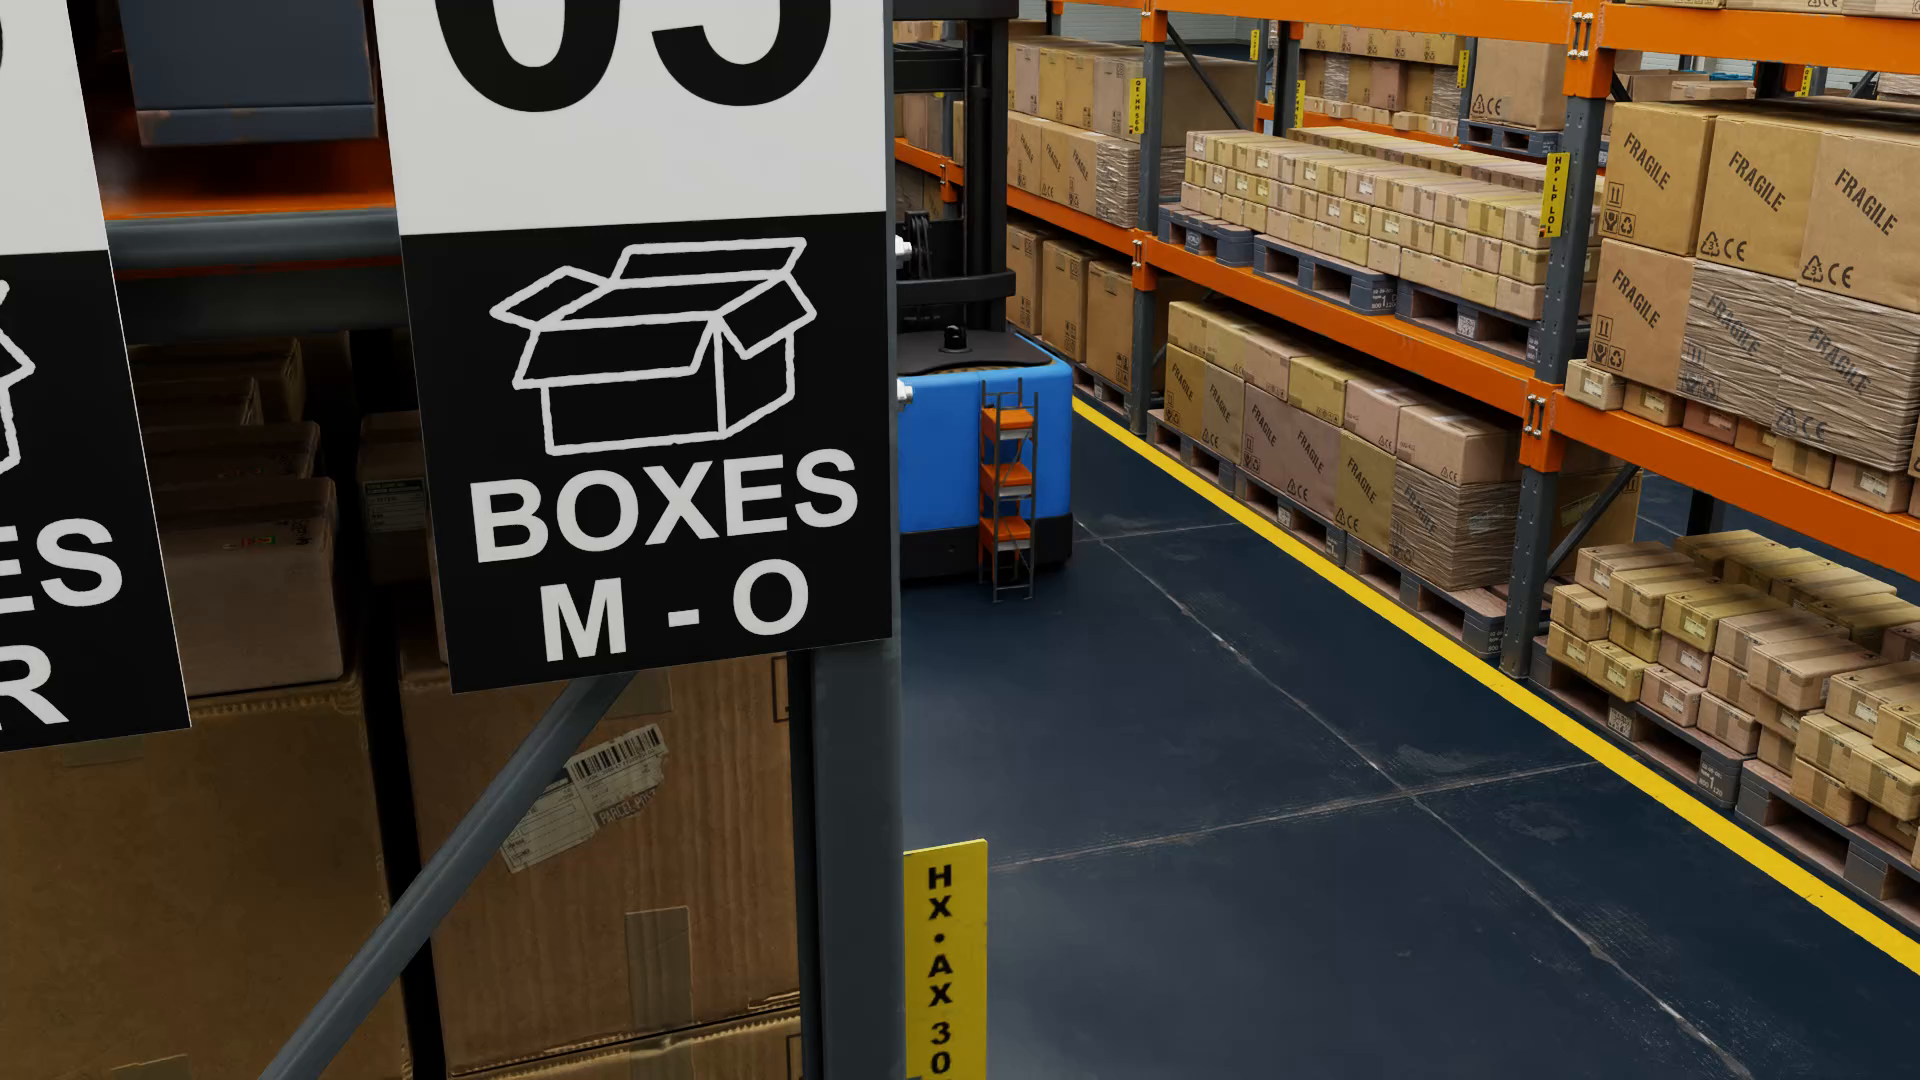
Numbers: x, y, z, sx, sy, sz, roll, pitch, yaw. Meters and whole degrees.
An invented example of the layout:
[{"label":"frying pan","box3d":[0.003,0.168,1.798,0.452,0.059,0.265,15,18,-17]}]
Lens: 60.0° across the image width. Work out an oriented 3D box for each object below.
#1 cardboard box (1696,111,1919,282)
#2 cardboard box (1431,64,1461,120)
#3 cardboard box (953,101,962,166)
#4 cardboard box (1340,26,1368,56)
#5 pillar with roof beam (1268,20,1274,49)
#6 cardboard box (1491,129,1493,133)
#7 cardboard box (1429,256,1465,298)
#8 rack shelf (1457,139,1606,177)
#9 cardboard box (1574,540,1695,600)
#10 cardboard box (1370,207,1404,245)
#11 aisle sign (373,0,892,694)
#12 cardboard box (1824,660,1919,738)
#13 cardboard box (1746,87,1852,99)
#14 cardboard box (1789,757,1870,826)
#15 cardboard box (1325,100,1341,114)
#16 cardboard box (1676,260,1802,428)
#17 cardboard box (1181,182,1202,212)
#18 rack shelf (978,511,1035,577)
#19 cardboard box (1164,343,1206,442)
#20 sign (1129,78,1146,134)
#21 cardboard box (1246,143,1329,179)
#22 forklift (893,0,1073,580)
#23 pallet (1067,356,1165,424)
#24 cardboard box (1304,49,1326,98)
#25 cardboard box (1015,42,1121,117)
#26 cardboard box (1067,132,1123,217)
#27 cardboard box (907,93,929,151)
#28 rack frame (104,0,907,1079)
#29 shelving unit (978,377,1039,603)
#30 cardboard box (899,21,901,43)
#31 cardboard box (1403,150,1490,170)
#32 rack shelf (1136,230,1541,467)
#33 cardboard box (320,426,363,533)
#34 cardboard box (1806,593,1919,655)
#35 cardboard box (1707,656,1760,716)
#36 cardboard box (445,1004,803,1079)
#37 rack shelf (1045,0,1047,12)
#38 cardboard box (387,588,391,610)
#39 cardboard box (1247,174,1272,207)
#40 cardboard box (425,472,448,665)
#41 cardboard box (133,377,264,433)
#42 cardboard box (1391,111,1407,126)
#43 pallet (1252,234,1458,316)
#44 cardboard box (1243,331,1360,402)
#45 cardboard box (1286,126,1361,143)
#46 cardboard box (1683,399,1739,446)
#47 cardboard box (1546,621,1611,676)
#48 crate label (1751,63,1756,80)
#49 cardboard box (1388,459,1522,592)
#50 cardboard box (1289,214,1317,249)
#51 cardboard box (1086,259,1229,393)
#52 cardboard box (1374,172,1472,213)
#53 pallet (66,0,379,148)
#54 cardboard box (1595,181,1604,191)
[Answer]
[{"label":"cardboard box","box3d":[2.950,-1.192,5.732,0.500,0.500,0.500,-7,21,-19]},{"label":"cardboard box","box3d":[5.005,-4.270,15.779,0.875,0.500,0.500,-6,21,-17]},{"label":"cardboard box","box3d":[0.257,-3.287,13.483,0.500,0.500,0.500,-6,21,-17]},{"label":"cardboard box","box3d":[4.217,-5.186,16.851,0.500,0.500,0.500,-6,21,-17]},{"label":"pillar with roof beam","box3d":[5.463,-18.655,47.541,9.100,9.000,0.400,-6,21,-17]},{"label":"cardboard box","box3d":[5.240,-3.996,15.977,0.380,0.149,0.250,-6,21,-17]},{"label":"cardboard box","box3d":[2.390,-1.219,7.624,0.380,0.149,0.250,-6,21,-17]},{"label":"rack shelf","box3d":[5.716,-2.952,13.761,1.077,0.370,4.000,-6,21,-17]},{"label":"cardboard box","box3d":[2.774,0.127,6.843,0.380,0.149,0.250,-6,20,-15]},{"label":"cardboard box","box3d":[2.220,-1.531,8.053,0.380,0.149,0.250,-8,21,-20]},{"label":"aisle sign","box3d":[-0.250,-0.259,1.355,0.394,0.787,0.004,-6,21,-17]},{"label":"cardboard box","box3d":[3.200,0.547,5.671,0.380,0.149,0.250,-7,21,-19]},{"label":"cardboard box","box3d":[6.137,-3.062,12.235,0.500,0.500,0.500,-9,22,-24]},{"label":"cardboard box","box3d":[3.118,0.837,5.745,0.380,0.149,0.250,-7,21,-19]},{"label":"cardboard box","box3d":[4.093,-4.580,17.602,0.380,0.149,0.250,-6,21,-17]},{"label":"cardboard box","box3d":[2.941,-0.713,5.877,0.500,0.500,0.500,-6,21,-17]},{"label":"cardboard box","box3d":[1.554,-2.068,9.987,0.380,0.149,0.250,-7,21,-18]},{"label":"rack shelf","box3d":[0.226,0.031,8.115,0.215,0.259,0.240,-5,23,-15]},{"label":"cardboard box","box3d":[1.585,-0.921,10.119,0.500,0.500,0.500,-7,21,-20]},{"label":"sign","box3d":[1.079,-2.639,10.112,0.100,0.325,0.005,-6,21,-17]},{"label":"cardboard box","box3d":[1.809,-2.094,9.179,0.380,0.149,0.250,-7,21,-19]},{"label":"forklift","box3d":[-0.374,-1.644,9.158,1.130,2.935,3.031,-6,21,-17]},{"label":"pallet","box3d":[1.428,-1.102,11.673,1.003,0.211,1.213,-6,21,-17]},{"label":"cardboard box","box3d":[4.248,-5.075,18.022,0.875,0.500,0.500,-6,21,-17]},{"label":"cardboard box","box3d":[0.831,-3.469,12.511,0.700,0.500,0.500,-6,21,-17]},{"label":"cardboard box","box3d":[1.053,-2.477,11.227,0.500,0.500,0.500,-6,21,-17]},{"label":"cardboard box","box3d":[0.026,-3.799,14.834,0.875,0.550,0.550,-6,21,-17]},{"label":"rack frame","box3d":[-0.551,0.972,1.772,0.949,2.616,0.053,-6,21,-17]},{"label":"shelving unit","box3d":[0.229,-0.236,8.007,0.215,1.050,0.252,-5,23,-15]},{"label":"cardboard box","box3d":[-0.058,-4.490,15.161,0.875,0.550,0.550,-6,21,-17]},{"label":"cardboard box","box3d":[2.598,-1.989,8.888,0.380,0.149,0.250,-5,20,-15]},{"label":"rack shelf","box3d":[2.233,-1.173,8.810,1.077,0.370,4.000,-6,21,-17]},{"label":"cardboard box","box3d":[-1.118,0.160,2.406,0.500,0.500,0.500,-6,21,-17]},{"label":"cardboard box","box3d":[3.431,0.329,6.279,0.380,0.149,0.250,-6,21,-15]},{"label":"cardboard box","box3d":[3.030,0.517,6.195,0.380,0.149,0.250,-7,21,-20]},{"label":"cardboard box","box3d":[-0.427,0.740,2.270,0.500,0.500,0.500,-7,21,-18]},{"label":"rack shelf","box3d":[-0.281,-5.152,15.450,1.077,0.370,4.000,-6,21,-17]},{"label":"cardboard box","box3d":[-1.440,0.307,3.476,0.500,0.500,0.500,-6,21,-16]},{"label":"cardboard box","box3d":[1.820,-1.944,9.201,0.380,0.149,0.250,-6,21,-17]},{"label":"cardboard box","box3d":[-0.397,0.006,1.877,0.380,0.149,0.250,-6,21,-16]},{"label":"cardboard box","box3d":[-1.115,-0.098,2.164,0.380,0.149,0.250,-7,21,-18]},{"label":"cardboard box","box3d":[4.512,-4.182,16.494,0.380,0.149,0.250,-6,21,-17]},{"label":"pallet","box3d":[2.266,-1.433,8.751,1.003,0.211,1.213,-6,21,-17]},{"label":"cardboard box","box3d":[1.894,-0.958,9.113,0.500,0.250,0.500,-6,21,-17]},{"label":"cardboard box","box3d":[2.194,-2.405,10.044,0.380,0.149,0.250,-7,21,-19]},{"label":"cardboard box","box3d":[2.926,-0.471,6.163,0.380,0.149,0.250,-7,21,-20]},{"label":"cardboard box","box3d":[2.671,0.425,6.892,0.380,0.149,0.250,-7,21,-20]},{"label":"crate label","box3d":[9.368,-5.197,18.894,0.502,0.435,0.616,-6,21,-17]},{"label":"cardboard box","box3d":[2.390,-0.102,7.840,0.500,0.500,0.500,-7,21,-18]},{"label":"cardboard box","box3d":[1.972,-1.643,8.803,0.380,0.149,0.250,-6,21,-16]},{"label":"cardboard box","box3d":[1.499,-1.498,11.355,1.050,0.750,0.750,-7,21,-18]},{"label":"cardboard box","box3d":[2.229,-1.670,8.000,0.380,0.149,0.250,-7,21,-19]},{"label":"pallet","box3d":[-0.791,-0.635,1.941,1.003,0.211,1.213,-6,21,-17]},{"label":"cardboard box","box3d":[3.003,-1.576,7.738,0.380,0.149,0.250,-6,21,-17]}]
